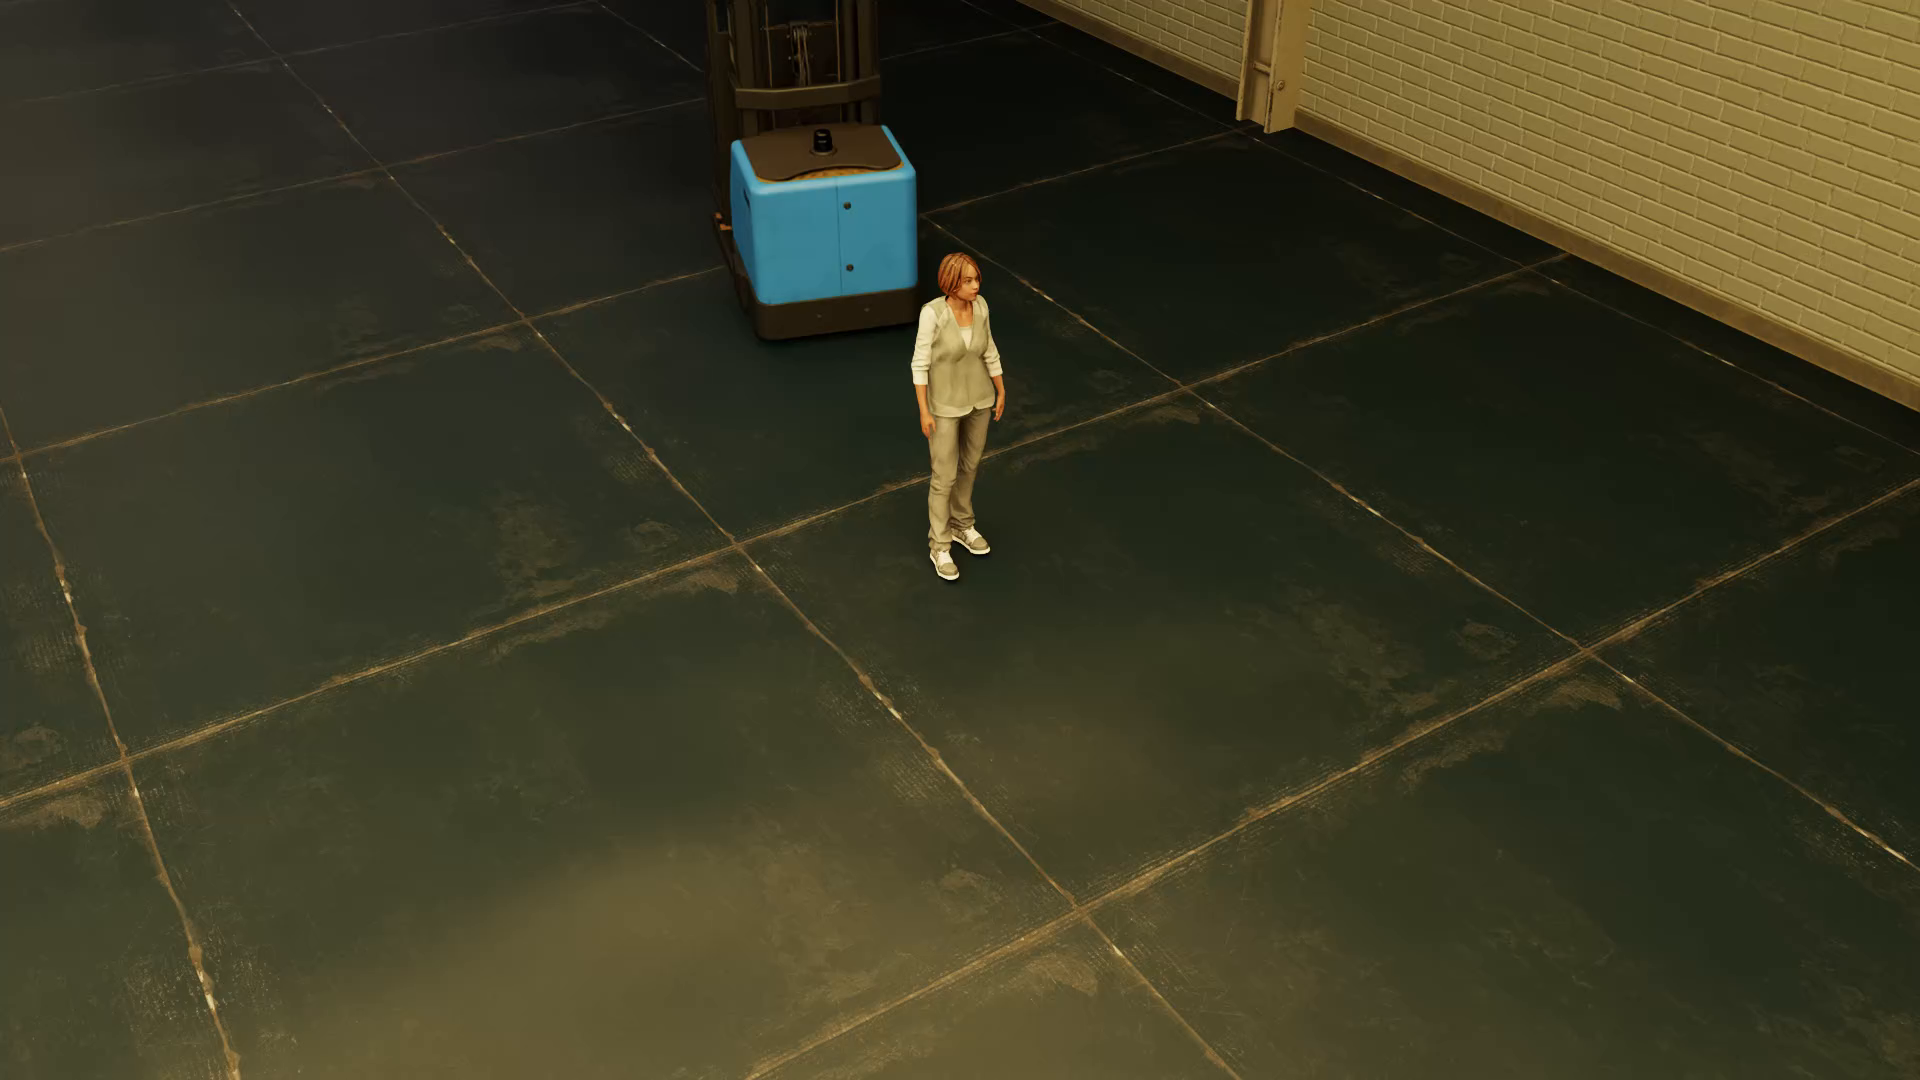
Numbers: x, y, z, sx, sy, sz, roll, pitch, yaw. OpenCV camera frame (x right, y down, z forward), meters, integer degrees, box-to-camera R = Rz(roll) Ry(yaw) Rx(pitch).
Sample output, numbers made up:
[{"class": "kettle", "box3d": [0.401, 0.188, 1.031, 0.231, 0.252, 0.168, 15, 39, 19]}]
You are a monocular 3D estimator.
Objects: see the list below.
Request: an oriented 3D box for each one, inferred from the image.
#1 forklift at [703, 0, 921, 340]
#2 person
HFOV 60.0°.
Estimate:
[{"class": "forklift", "box3d": [-1.130, -3.290, 10.830, 1.130, 2.935, 3.031, -9, 36, -12]}, {"class": "person", "box3d": [0.029, -0.619, 8.177, 0.521, 1.599, 0.473, -21, 40, -27]}]
